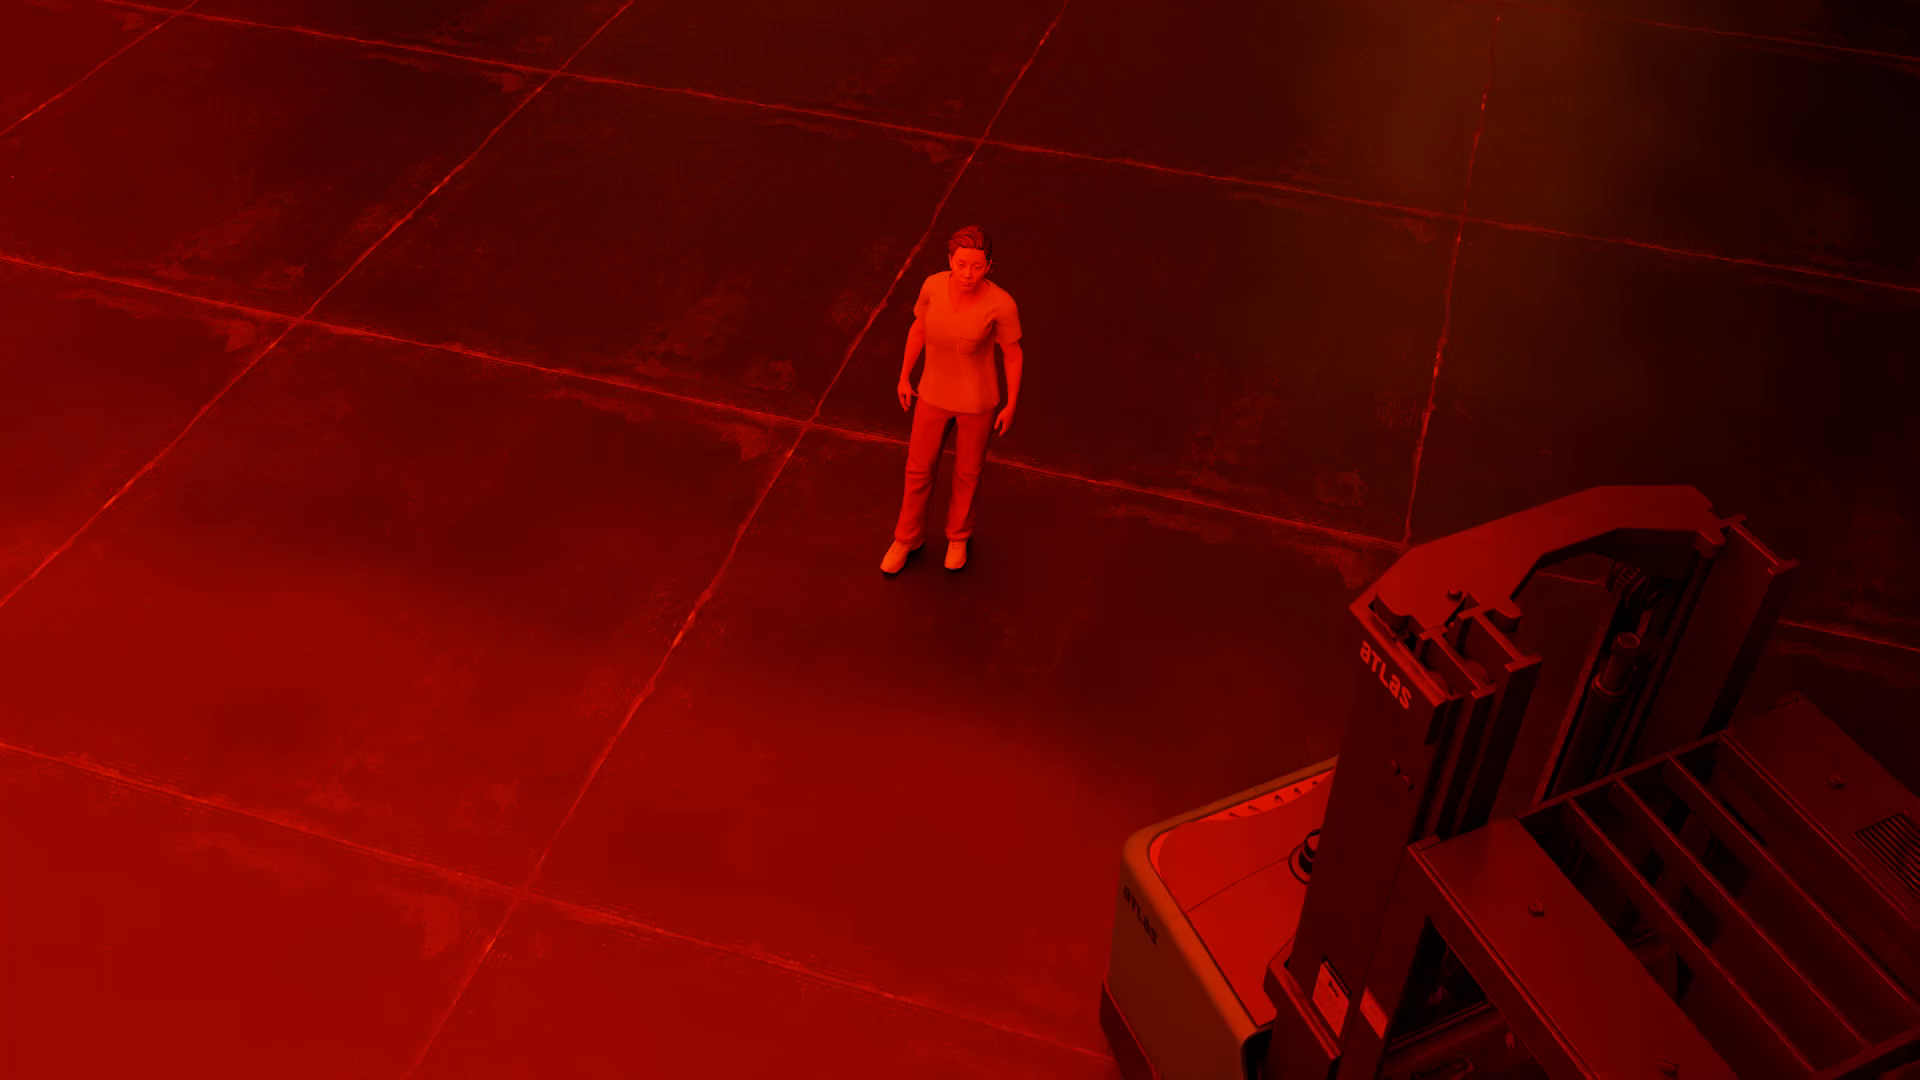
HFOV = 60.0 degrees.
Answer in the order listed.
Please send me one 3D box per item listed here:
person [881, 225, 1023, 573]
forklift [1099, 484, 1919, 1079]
[{"bbox_3d":[-0.034,-0.573,7.216,0.552,1.674,0.548,12,44,13],"label":"person"},{"bbox_3d":[1.557,1.435,4.146,1.130,2.935,3.031,-17,46,-17],"label":"forklift"}]
